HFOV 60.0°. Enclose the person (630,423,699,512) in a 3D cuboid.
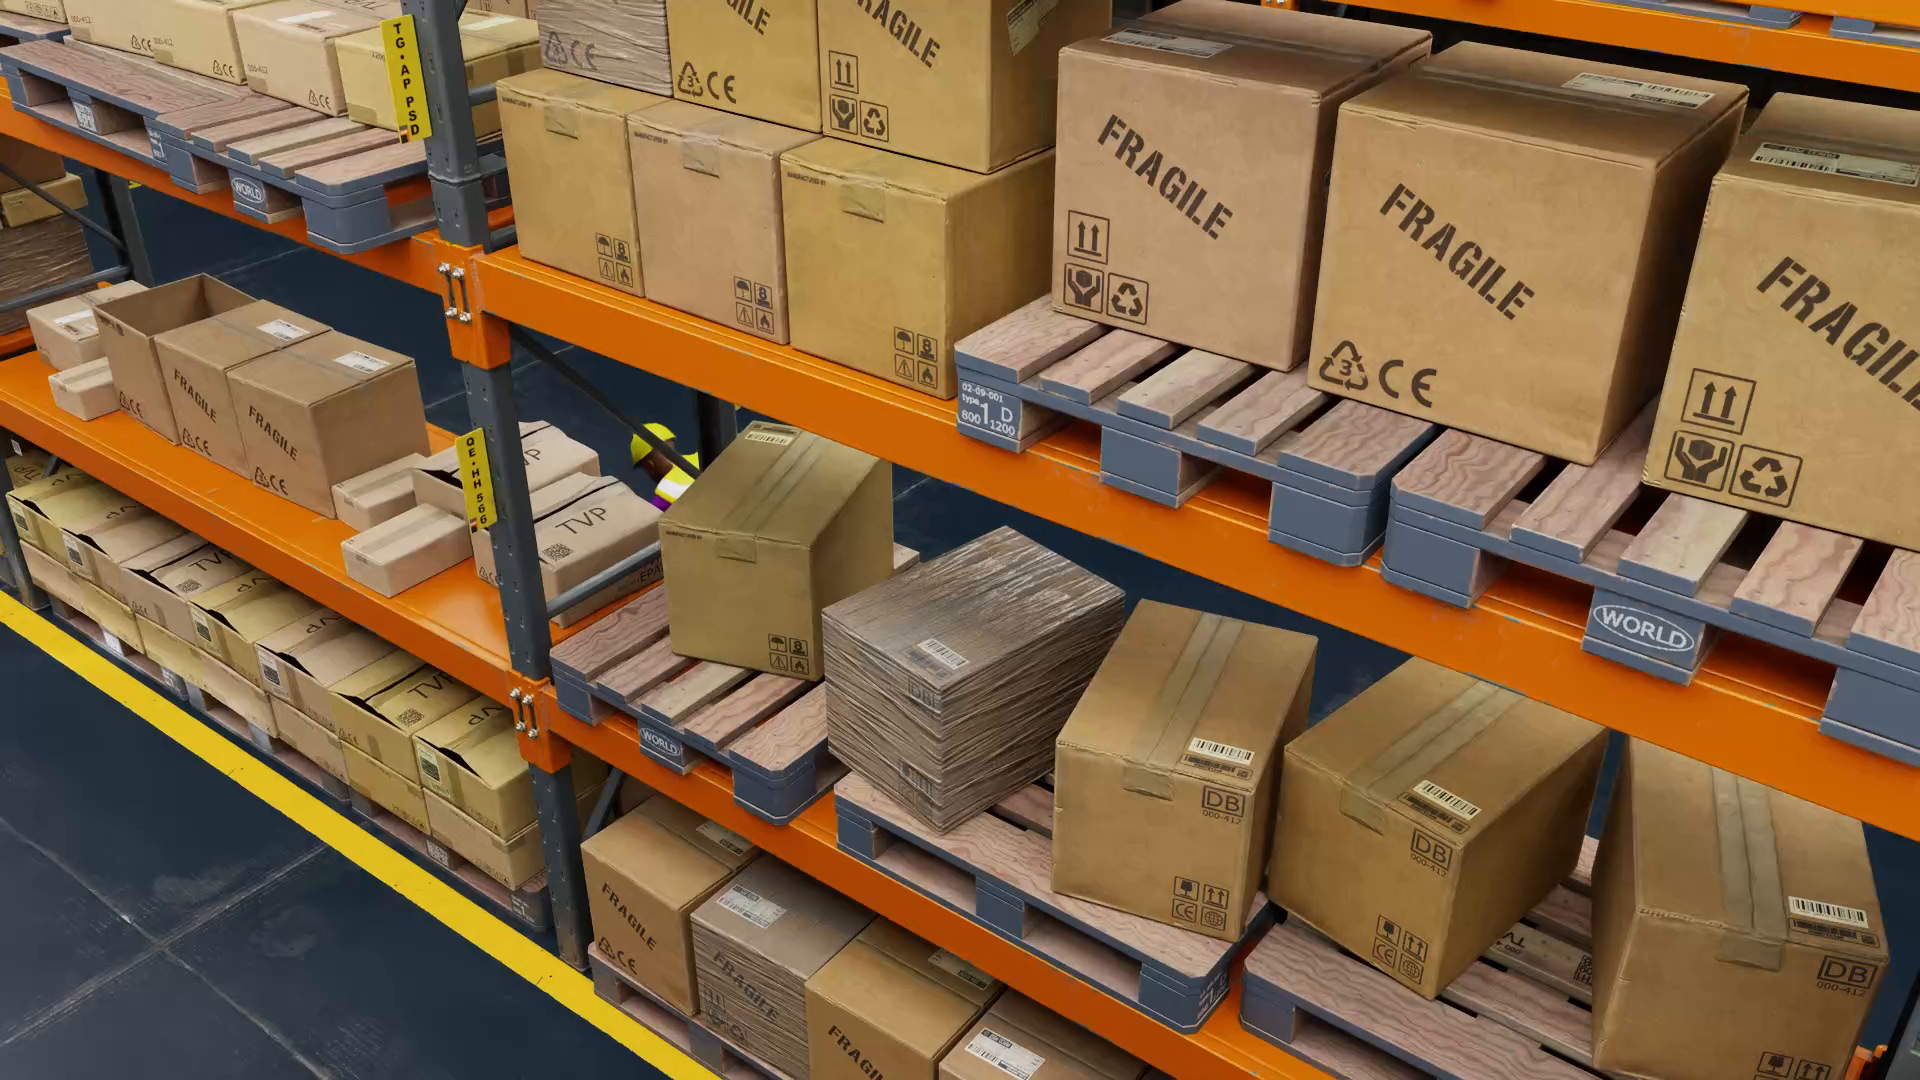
[{"bbox_3d":[-1.207,-0.047,7.948,0.862,0.999,0.593,21,37,31],"label":"person"}]
